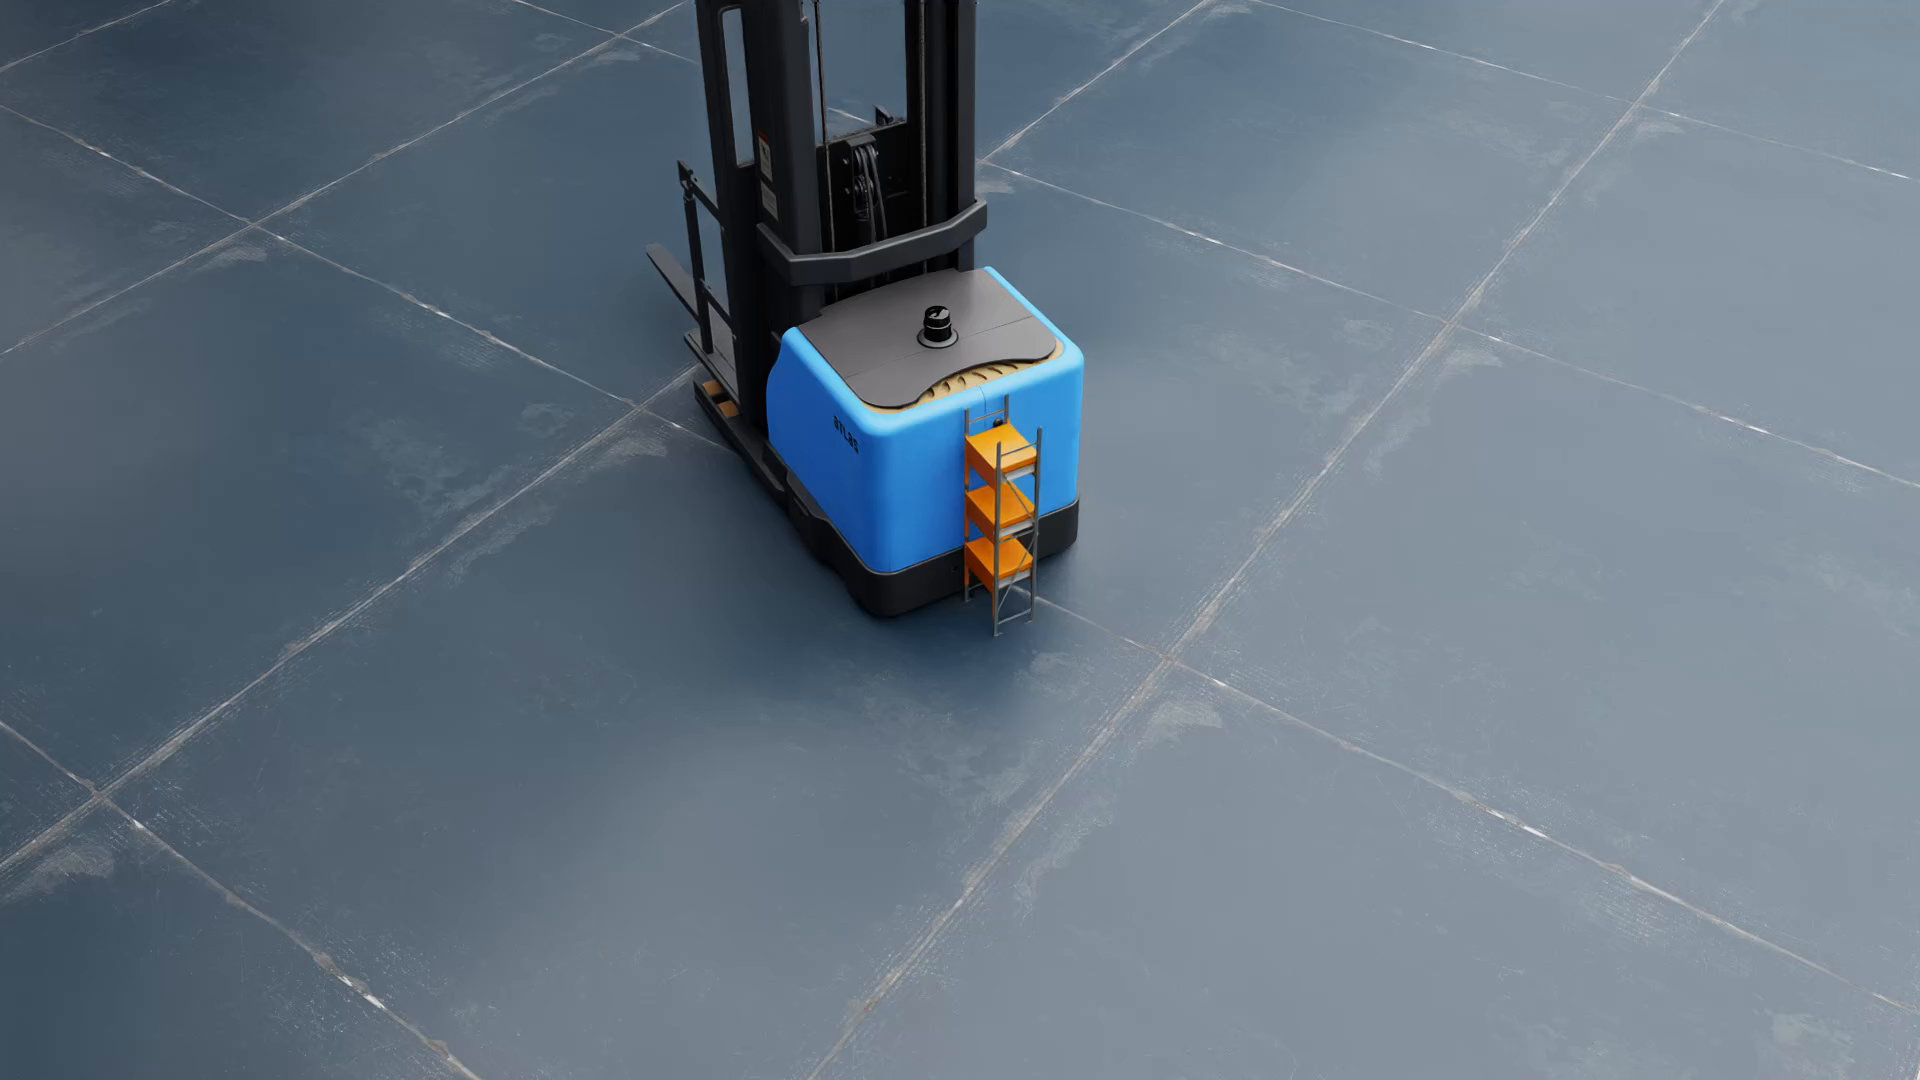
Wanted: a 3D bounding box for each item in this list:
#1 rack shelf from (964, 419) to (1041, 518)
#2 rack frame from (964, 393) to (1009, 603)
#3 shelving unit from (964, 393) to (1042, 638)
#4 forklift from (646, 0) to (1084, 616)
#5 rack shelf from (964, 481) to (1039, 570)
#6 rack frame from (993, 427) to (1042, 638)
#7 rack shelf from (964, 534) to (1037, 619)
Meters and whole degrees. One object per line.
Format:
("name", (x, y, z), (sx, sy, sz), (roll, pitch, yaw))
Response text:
("rack shelf", (0.168, -0.286, 6.621), (0.215, 0.259, 0.240), (-21, 46, -22))
("rack frame", (0.107, -0.153, 6.882), (0.200, 1.050, 0.008), (-21, 46, -22))
("shelving unit", (0.168, -0.083, 6.803), (0.215, 1.050, 0.252), (-21, 46, -22))
("forklift", (-0.646, -1.739, 7.244), (1.130, 2.935, 3.031), (-21, 46, -22))
("rack shelf", (0.168, -0.075, 6.810), (0.215, 0.259, 0.240), (-21, 46, -22))
("rack frame", (0.228, -0.012, 6.724), (0.200, 1.050, 0.008), (-21, 46, -22))
("rack shelf", (0.168, 0.132, 6.996), (0.215, 0.259, 0.240), (-21, 46, -22))
